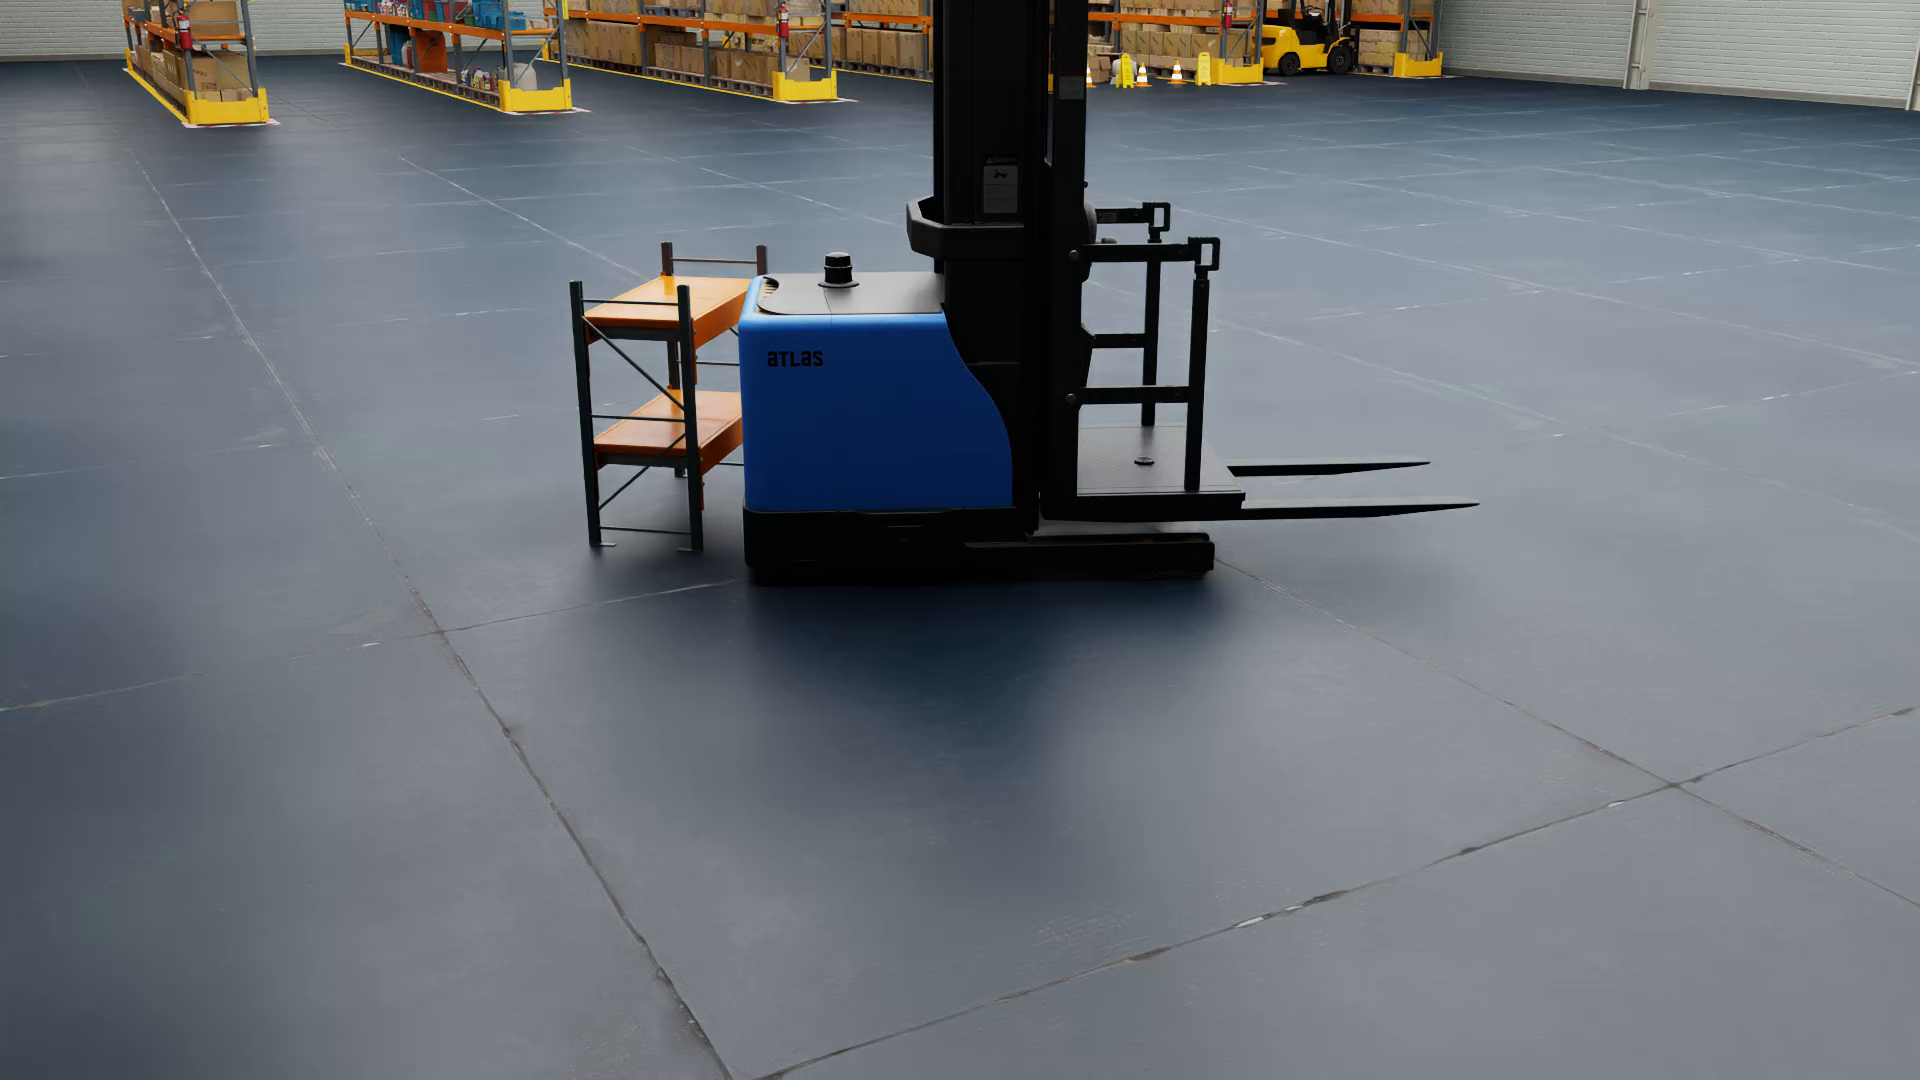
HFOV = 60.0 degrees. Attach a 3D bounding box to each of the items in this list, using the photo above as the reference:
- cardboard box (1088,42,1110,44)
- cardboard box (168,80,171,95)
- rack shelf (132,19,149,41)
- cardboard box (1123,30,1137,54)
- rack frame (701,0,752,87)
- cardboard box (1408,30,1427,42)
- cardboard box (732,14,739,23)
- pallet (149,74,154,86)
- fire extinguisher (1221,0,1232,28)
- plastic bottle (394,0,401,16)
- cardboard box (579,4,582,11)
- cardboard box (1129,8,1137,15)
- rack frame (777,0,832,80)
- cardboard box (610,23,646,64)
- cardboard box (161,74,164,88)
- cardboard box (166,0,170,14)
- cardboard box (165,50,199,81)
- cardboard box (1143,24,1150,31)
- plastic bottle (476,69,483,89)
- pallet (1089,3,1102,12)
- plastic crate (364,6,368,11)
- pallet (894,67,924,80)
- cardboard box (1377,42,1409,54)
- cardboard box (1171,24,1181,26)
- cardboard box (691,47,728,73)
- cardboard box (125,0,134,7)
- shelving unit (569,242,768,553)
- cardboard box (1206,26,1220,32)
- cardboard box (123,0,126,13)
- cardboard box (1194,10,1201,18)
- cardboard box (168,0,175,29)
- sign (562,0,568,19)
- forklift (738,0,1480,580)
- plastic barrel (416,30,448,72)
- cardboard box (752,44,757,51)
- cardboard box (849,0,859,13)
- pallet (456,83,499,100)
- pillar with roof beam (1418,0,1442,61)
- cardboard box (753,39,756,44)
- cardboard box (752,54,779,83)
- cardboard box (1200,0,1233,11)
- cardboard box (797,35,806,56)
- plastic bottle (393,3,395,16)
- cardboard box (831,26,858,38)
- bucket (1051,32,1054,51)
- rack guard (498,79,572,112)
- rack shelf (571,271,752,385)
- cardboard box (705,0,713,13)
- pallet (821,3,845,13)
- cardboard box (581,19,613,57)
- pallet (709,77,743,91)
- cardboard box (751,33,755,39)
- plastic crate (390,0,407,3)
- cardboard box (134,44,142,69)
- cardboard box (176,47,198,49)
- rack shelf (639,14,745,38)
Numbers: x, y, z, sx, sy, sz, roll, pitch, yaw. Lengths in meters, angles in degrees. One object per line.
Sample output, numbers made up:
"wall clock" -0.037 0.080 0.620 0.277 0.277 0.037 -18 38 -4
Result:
"cardboard box" 3.067 -11.749 39.967 0.950 0.372 0.625 -9 21 -25
"cardboard box" -13.494 -7.888 28.963 0.500 0.250 0.500 -10 21 -27
"rack shelf" -16.296 -10.551 34.214 1.077 0.370 4.000 -10 21 -27
"cardboard box" 4.037 -11.279 37.643 0.500 0.500 0.500 -9 21 -24
"rack frame" -4.727 -10.702 33.548 1.000 3.000 0.127 -10 21 -27
"cardboard box" 10.199 -11.398 37.602 0.500 0.250 0.500 -10 22 -27
"cardboard box" -4.166 -10.047 32.034 0.380 0.149 0.250 -10 21 -27
"pallet" -16.243 -9.569 34.539 1.003 0.211 1.213 -10 21 -27
"fire extinguisher" 5.542 -10.948 34.380 0.296 0.674 0.183 -10 21 -27
"plastic bottle" -12.135 -11.490 35.908 0.144 0.351 0.185 -10 21 -27
"cardboard box" -9.082 -12.991 40.566 0.380 0.149 0.250 -10 21 -26
"cardboard box" 4.027 -11.914 37.445 0.380 0.149 0.250 -9 21 -25
"rack frame" -2.828 -9.554 30.221 1.000 3.000 0.127 -10 21 -27
"cardboard box" -7.353 -11.503 38.483 1.225 0.875 0.875 -10 21 -26
"cardboard box" -14.381 -8.434 30.547 0.500 0.250 0.500 -9 21 -25
"cardboard box" -14.285 -9.734 30.590 0.500 0.500 0.500 -10 21 -27
"cardboard box" -13.258 -8.098 28.424 0.500 0.500 0.500 -10 21 -27
"cardboard box" 4.289 -11.394 36.979 0.380 0.149 0.250 -9 21 -25
"plastic bottle" -8.688 -8.365 30.162 0.144 0.351 0.185 -9 21 -24
"pallet" 3.071 -12.733 39.727 1.003 0.211 1.213 -10 21 -27
"plastic crate" -13.653 -12.410 38.826 0.437 0.125 0.590 -10 21 -27
"pallet" -0.747 -10.333 36.754 1.003 0.211 1.213 -10 21 -27
"cardboard box" 9.754 -11.085 37.464 0.500 0.250 0.500 -10 22 -27
"cardboard box" 5.847 -13.655 44.300 0.380 0.149 0.250 -11 22 -29
"cardboard box" -5.210 -10.048 34.810 0.700 0.500 0.500 -10 21 -27
"cardboard box" -17.218 -11.541 35.181 0.500 0.500 0.700 16 25 39
"shelving unit" -1.227 -0.661 7.323 0.538 1.125 1.048 4 19 11
"cardboard box" 6.746 -13.050 43.350 0.875 0.625 0.625 -9 21 -25
"cardboard box" -18.917 -12.346 38.157 0.500 0.500 0.500 -10 22 -27
"cardboard box" 5.207 -11.177 35.309 0.380 0.149 0.250 -10 22 -28
"cardboard box" -13.231 -9.090 28.722 0.700 0.500 0.500 -11 22 -28
"sign" -6.700 -9.002 28.196 0.100 0.325 0.005 -10 21 -27
"forklift" 0.622 -1.400 6.694 3.031 2.935 1.130 -1 19 -4
"plastic barrel" -11.233 -10.394 35.338 0.600 0.830 0.708 -10 21 -27
"cardboard box" -5.299 -13.095 44.210 0.380 0.149 0.250 -10 21 -27
"cardboard box" -2.238 -12.466 38.508 0.500 0.500 0.500 -10 21 -26
"pallet" -8.804 -8.418 31.203 1.003 0.211 1.213 -10 21 -27
"pillar with roof beam" 6.934 -14.368 34.973 9.100 9.000 0.400 -10 21 -27
"cardboard box" -5.314 -13.320 44.407 0.380 0.149 0.250 -9 21 -24
"cardboard box" -3.704 -9.102 32.098 0.500 0.500 0.500 -8 21 -22
"cardboard box" 5.393 -11.390 34.932 0.500 0.500 0.500 -10 22 -28
"cardboard box" -3.743 -12.350 41.512 0.500 0.500 0.500 -9 21 -24
"plastic bottle" -12.247 -11.498 36.033 0.061 0.283 0.133 -10 21 -27
"cardboard box" -2.769 -12.117 39.687 0.500 0.250 0.500 -11 22 -28
"bucket" 1.779 -10.931 36.899 0.726 0.611 0.620 -3 9 -8
"rack guard" -7.264 -7.620 28.447 1.175 0.500 0.348 -10 21 -27
"rack shelf" -1.227 -0.938 7.227 0.538 0.278 1.000 4 19 11
"cardboard box" -4.568 -10.751 33.082 0.875 0.500 0.500 -10 21 -27
"pallet" -2.646 -12.687 39.595 1.213 0.211 1.003 -10 21 -27
"cardboard box" -8.769 -12.395 41.067 0.875 0.875 0.875 -10 21 -27
"pallet" -4.377 -9.197 33.460 1.003 0.211 1.213 -10 21 -27
"cardboard box" -5.420 -13.441 44.299 0.380 0.149 0.250 -10 21 -26
"plastic crate" -13.088 -12.585 38.816 0.402 0.464 0.583 -10 21 -27
"cardboard box" -17.766 -10.612 36.443 0.500 0.500 0.500 -10 21 -27
"cardboard box" -16.051 -9.962 34.560 0.500 0.500 0.500 -11 22 -28
"rack shelf" -5.677 -10.936 35.330 1.077 0.370 4.000 -10 21 -27
